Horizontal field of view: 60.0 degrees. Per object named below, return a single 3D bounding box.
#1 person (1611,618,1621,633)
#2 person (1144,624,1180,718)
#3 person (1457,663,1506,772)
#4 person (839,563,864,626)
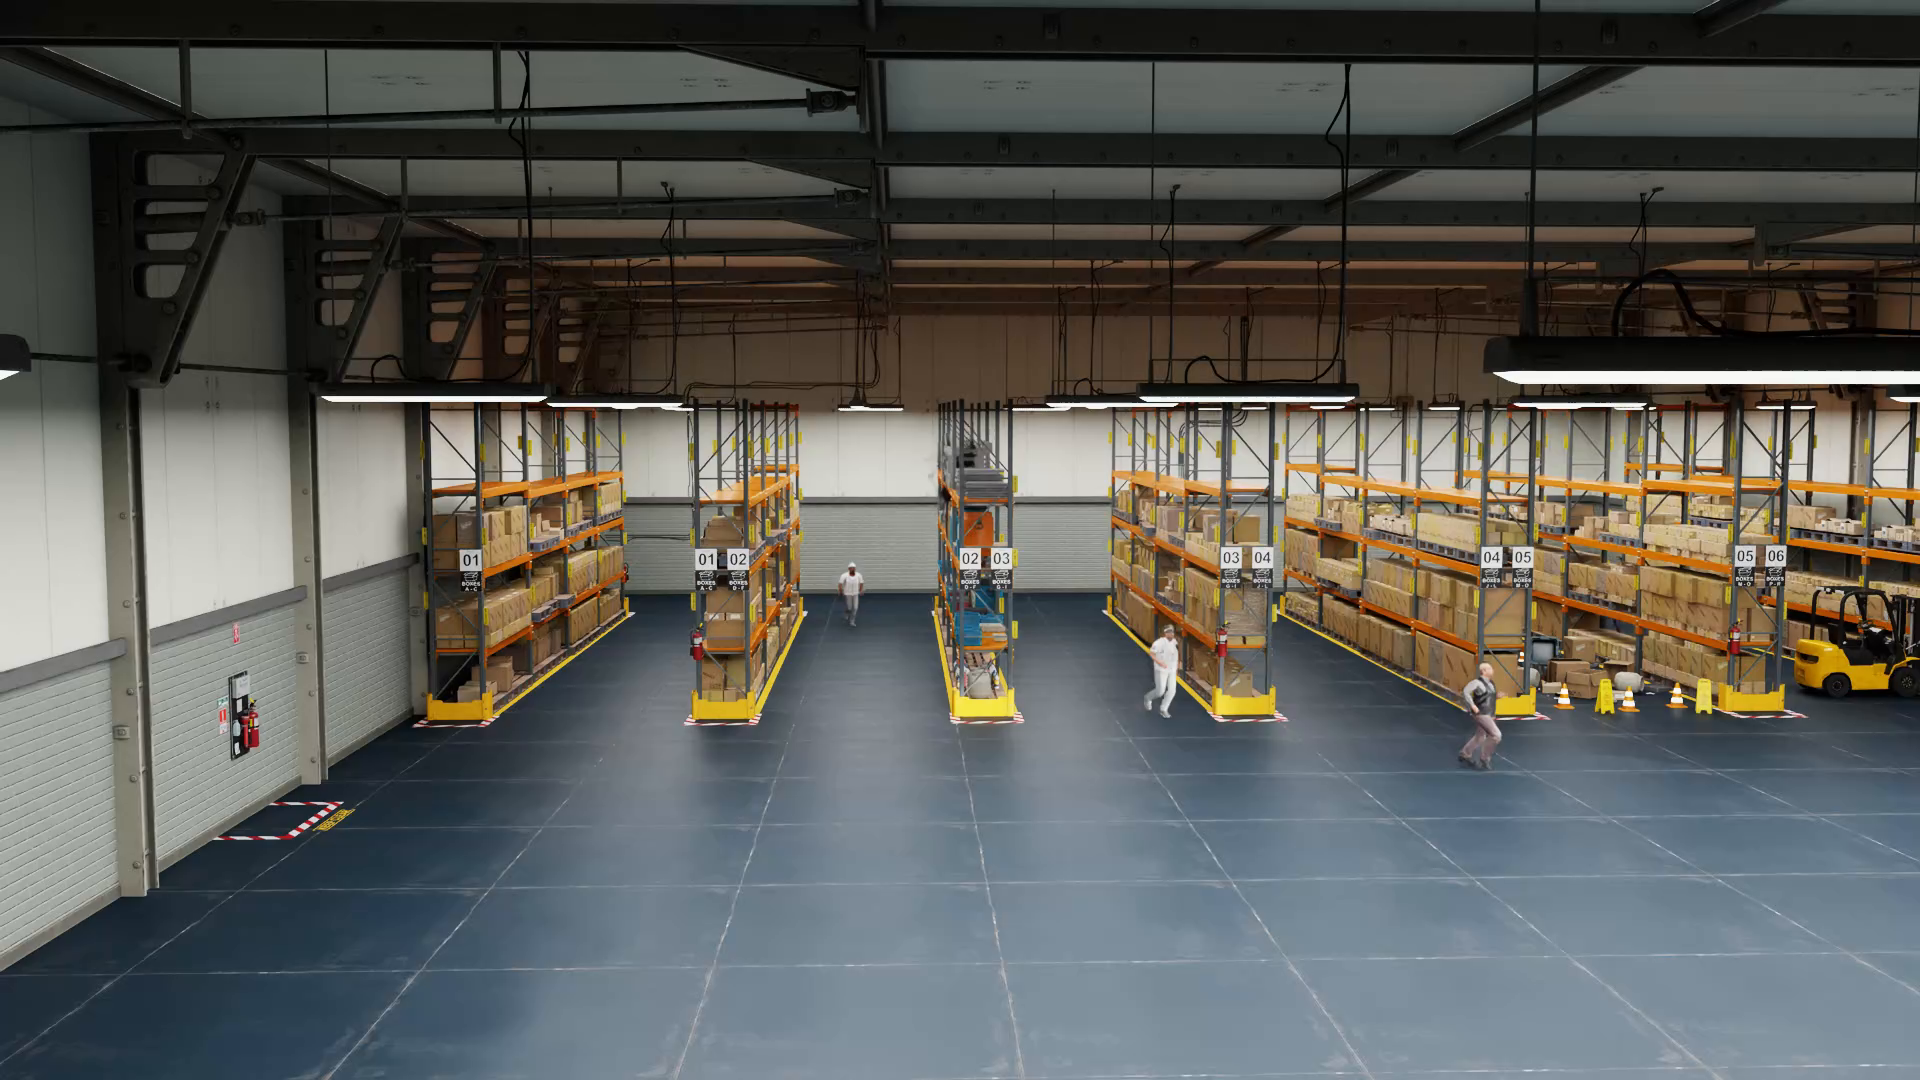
[{"bbox_3d":[16.731,1.636,42.849,0.624,1.671,0.875,-1,4,-8],"label":"person"},{"bbox_3d":[3.892,2.472,31.643,0.676,1.758,0.691,-2,5,-27],"label":"person"},{"bbox_3d":[8.409,2.849,26.800,0.753,1.753,0.646,3,5,35],"label":"person"},{"bbox_3d":[-2.935,1.462,44.977,0.688,1.714,0.620,-1,4,-14],"label":"person"}]
